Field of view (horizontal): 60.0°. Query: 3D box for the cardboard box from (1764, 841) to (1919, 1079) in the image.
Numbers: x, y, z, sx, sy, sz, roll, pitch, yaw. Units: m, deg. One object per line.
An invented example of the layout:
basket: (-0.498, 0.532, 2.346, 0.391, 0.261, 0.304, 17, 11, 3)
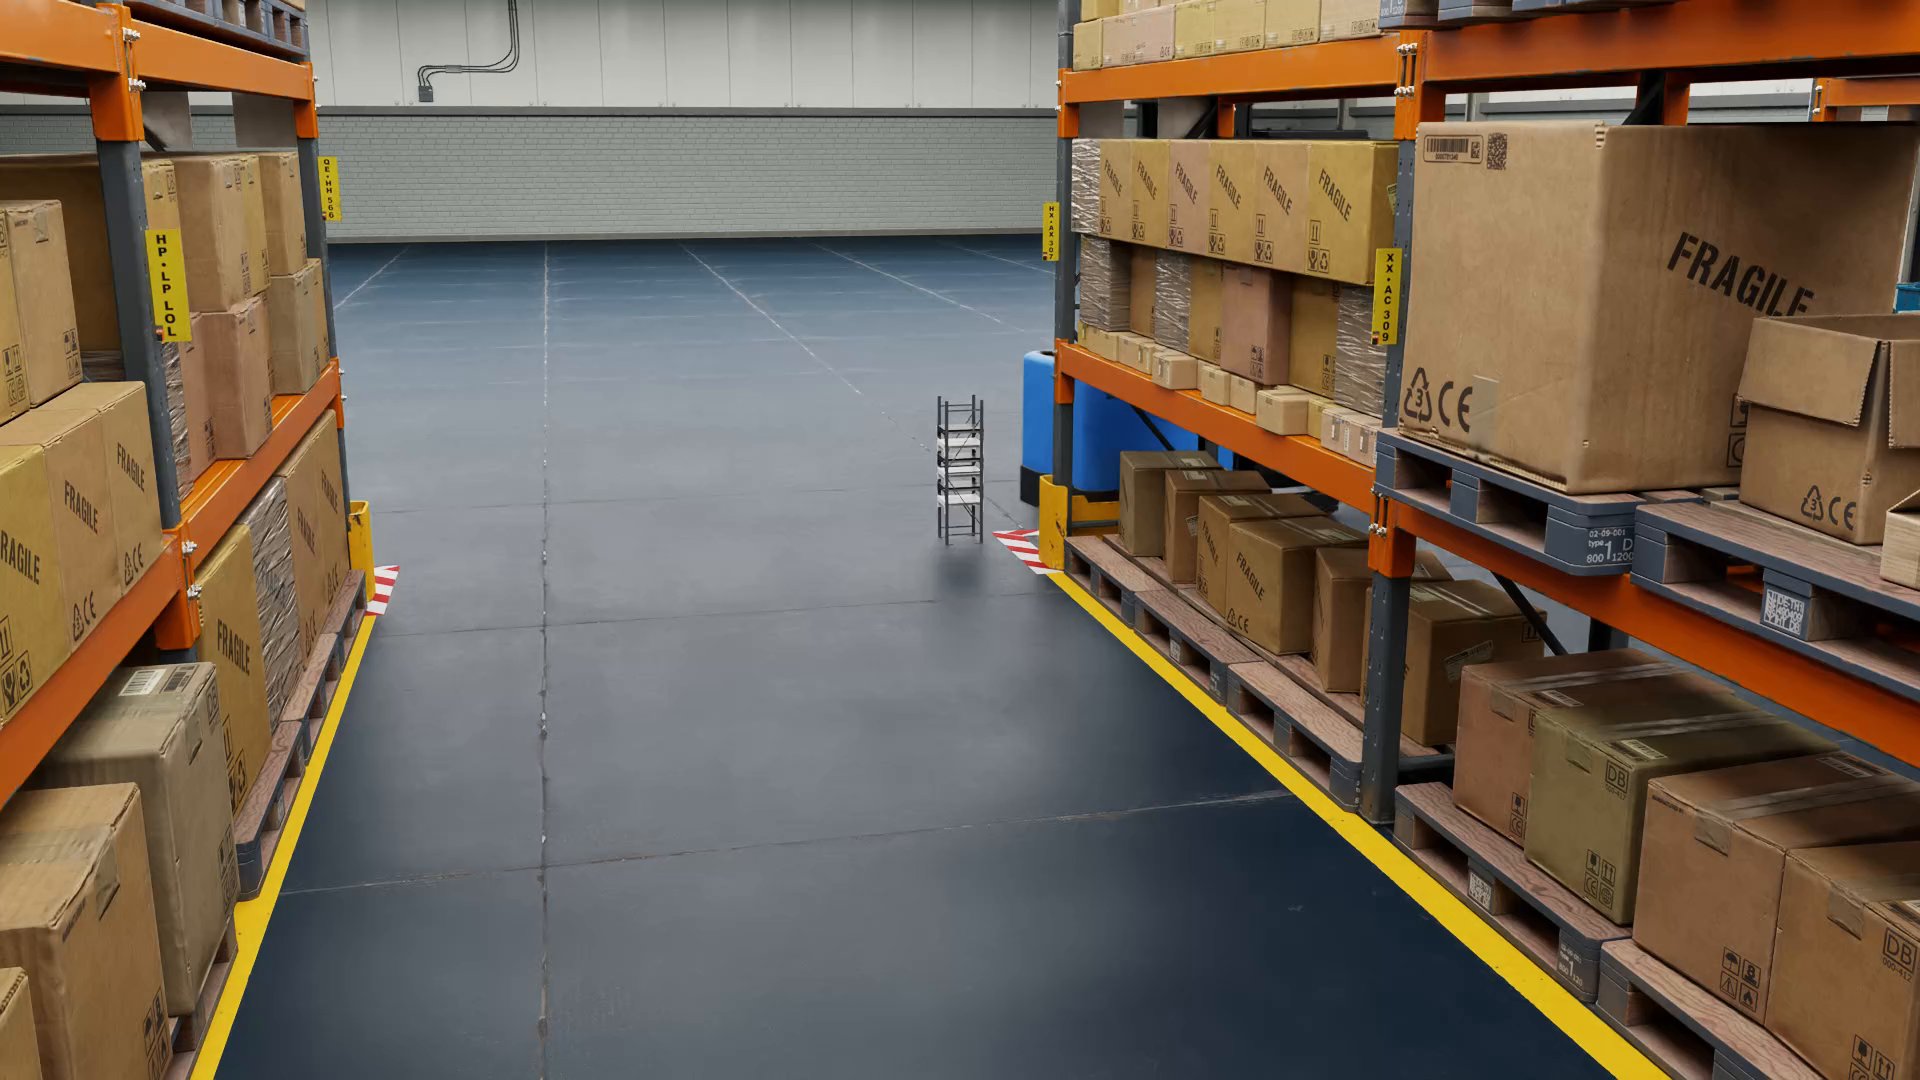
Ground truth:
cardboard box: (2.468, 1.069, 4.072, 0.700, 0.500, 0.500, -2, 14, -8)

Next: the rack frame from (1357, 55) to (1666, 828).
rack frame: (1.988, -0.443, 5.922, 1.000, 3.000, 0.127, -3, 14, -13)

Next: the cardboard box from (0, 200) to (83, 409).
cardboard box: (-2.734, -0.610, 4.287, 0.700, 0.500, 0.500, -4, 14, -14)

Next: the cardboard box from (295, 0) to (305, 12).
cardboard box: (-3.389, -2.643, 8.038, 0.380, 0.149, 0.250, -3, 14, -13)

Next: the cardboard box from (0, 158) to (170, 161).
cardboard box: (-3.152, -0.995, 5.588, 0.875, 0.550, 0.550, -3, 14, -13)

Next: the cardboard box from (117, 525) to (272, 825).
cardboard box: (-2.936, 0.489, 5.698, 0.875, 0.875, 0.875, -3, 14, -12)

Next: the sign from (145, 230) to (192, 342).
sign: (-2.332, -0.747, 4.890, 0.100, 0.325, 0.005, -3, 14, -13)

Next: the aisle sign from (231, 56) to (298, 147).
aisle sign: (-3.521, -2.409, 8.489, 0.394, 0.787, 0.004, -3, 14, -13)

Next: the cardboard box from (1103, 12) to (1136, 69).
cardboard box: (1.038, -2.506, 8.361, 0.500, 0.250, 0.500, -4, 14, -14)

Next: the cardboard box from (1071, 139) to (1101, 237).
cardboard box: (0.913, -1.903, 8.951, 0.500, 0.500, 0.500, -3, 14, -13)

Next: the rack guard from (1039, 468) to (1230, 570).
rack guard: (1.067, -0.134, 9.924, 1.175, 0.500, 0.348, -3, 14, -13)

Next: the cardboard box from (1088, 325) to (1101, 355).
cardboard box: (0.924, -1.106, 9.164, 0.380, 0.149, 0.250, -3, 14, -13)

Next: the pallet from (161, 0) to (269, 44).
pallet: (-3.322, -2.075, 6.465, 1.003, 0.211, 1.213, -3, 14, -13)

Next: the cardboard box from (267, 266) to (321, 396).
cardboard box: (-3.515, -0.977, 7.790, 0.875, 0.550, 0.550, -3, 14, -13)

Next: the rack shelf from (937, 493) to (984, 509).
rack shelf: (0.002, -0.228, 10.363, 0.258, 0.077, 0.200, -3, 14, -13)

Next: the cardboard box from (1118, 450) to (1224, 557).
cardboard box: (1.179, -0.211, 9.352, 0.500, 0.500, 0.500, -1, 14, -3)

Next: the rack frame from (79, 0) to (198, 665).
rack frame: (-2.857, -0.190, 4.885, 1.000, 3.000, 0.127, -3, 14, -13)

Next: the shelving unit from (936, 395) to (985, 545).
shelving unit: (0.002, -0.435, 10.313, 0.258, 0.900, 0.210, -3, 14, -13)

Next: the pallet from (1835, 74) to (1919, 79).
pallet: (5.963, -2.811, 9.692, 1.003, 0.211, 1.213, -3, 14, -13)

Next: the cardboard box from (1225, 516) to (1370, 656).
cardboard box: (1.569, 0.202, 7.663, 0.500, 0.500, 0.500, -5, 14, -18)

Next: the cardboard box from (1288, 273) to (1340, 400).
cardboard box: (1.860, -0.861, 6.794, 0.875, 0.500, 0.500, -3, 14, -13)

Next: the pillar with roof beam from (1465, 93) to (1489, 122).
pillar with roof beam: (6.677, -10.292, 33.593, 9.100, 9.000, 0.400, -3, 14, -13)

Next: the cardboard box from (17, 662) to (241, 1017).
cardboard box: (-2.623, 0.837, 4.537, 1.050, 0.750, 0.750, -3, 14, -13)

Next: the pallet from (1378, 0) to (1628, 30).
pallet: (2.030, -1.661, 4.981, 1.213, 0.211, 1.003, -3, 14, -13)

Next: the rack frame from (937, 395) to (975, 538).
rack frame: (-0.022, -0.459, 10.409, 0.240, 0.900, 0.006, -3, 14, -13)

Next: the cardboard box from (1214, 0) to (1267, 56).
cardboard box: (1.390, -2.157, 6.930, 0.500, 0.250, 0.500, -3, 14, -14)

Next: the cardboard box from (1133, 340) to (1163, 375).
cardboard box: (1.099, -0.933, 8.456, 0.380, 0.149, 0.250, -3, 14, -13)

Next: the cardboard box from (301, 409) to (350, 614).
cardboard box: (-3.573, -0.132, 8.240, 0.875, 0.875, 0.875, -3, 14, -13)

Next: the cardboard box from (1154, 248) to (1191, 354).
cardboard box: (1.461, -1.204, 8.199, 0.875, 0.500, 0.500, -3, 14, -13)

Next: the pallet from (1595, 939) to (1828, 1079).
pallet: (2.463, 1.373, 4.363, 1.003, 0.211, 1.213, -3, 14, -13)

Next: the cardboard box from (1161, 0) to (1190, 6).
cardboard box: (1.161, -2.566, 7.764, 0.380, 0.149, 0.250, -4, 14, -16)

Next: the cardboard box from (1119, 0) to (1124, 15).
cardboard box: (1.035, -2.751, 8.523, 0.380, 0.149, 0.250, -4, 14, -14)

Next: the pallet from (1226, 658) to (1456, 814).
pallet: (1.796, 0.758, 6.879, 1.003, 0.211, 1.213, -3, 14, -13)

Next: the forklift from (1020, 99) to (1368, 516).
forklift: (1.970, -1.669, 11.083, 3.031, 2.935, 1.130, -6, 15, -23)

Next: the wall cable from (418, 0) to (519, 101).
wall cable: (-11.341, -13.091, 37.885, 2.305, 6.003, 0.169, -3, 14, -13)

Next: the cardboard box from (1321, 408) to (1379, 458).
cardboard box: (1.603, -0.413, 6.326, 0.380, 0.149, 0.250, -3, 14, -13)

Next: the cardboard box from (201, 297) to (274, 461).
cardboard box: (-3.119, -0.604, 6.264, 0.875, 0.550, 0.550, -3, 14, -13)

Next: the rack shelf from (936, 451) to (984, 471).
rack shelf: (0.002, -0.490, 10.299, 0.258, 0.077, 0.200, -3, 14, -13)

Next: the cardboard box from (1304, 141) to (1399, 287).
cardboard box: (1.615, -1.211, 6.118, 0.500, 0.500, 0.500, -3, 14, -13)

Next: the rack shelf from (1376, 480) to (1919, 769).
rack shelf: (2.458, 0.367, 4.118, 1.077, 0.370, 4.000, -3, 14, -13)

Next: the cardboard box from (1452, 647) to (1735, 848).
cardboard box: (2.112, 0.700, 5.581, 0.700, 0.500, 0.500, -4, 14, -18)

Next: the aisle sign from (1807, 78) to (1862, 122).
aisle sign: (5.562, -2.905, 10.521, 0.394, 0.787, 0.004, -3, 14, -13)

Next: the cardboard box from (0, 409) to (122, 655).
cardboard box: (-2.356, -0.017, 3.965, 0.500, 0.500, 0.500, -3, 14, -14)

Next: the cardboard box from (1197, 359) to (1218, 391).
cardboard box: (1.330, -0.763, 7.761, 0.380, 0.149, 0.250, -3, 14, -13)

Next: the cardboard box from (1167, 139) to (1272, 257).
cardboard box: (1.266, -1.557, 7.535, 0.500, 0.500, 0.500, -3, 14, -13)

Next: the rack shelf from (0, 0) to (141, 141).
rack shelf: (-2.387, -0.837, 2.726, 1.077, 0.370, 4.000, -3, 14, -13)

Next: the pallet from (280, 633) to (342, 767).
pallet: (-3.249, 0.703, 7.106, 1.003, 0.211, 1.213, -3, 14, -13)

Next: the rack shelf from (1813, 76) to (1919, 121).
rack shelf: (6.333, -2.289, 8.669, 1.077, 0.370, 4.000, -3, 14, -13)

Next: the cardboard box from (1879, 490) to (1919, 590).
cardboard box: (2.274, -0.029, 3.624, 0.396, 0.266, 0.258, -4, 14, -15)

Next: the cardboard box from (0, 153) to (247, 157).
cardboard box: (-3.528, -1.364, 7.099, 0.875, 0.550, 0.550, -3, 14, -13)

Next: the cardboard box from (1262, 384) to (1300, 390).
cardboard box: (1.505, -0.590, 7.052, 0.380, 0.149, 0.250, -3, 14, -13)
